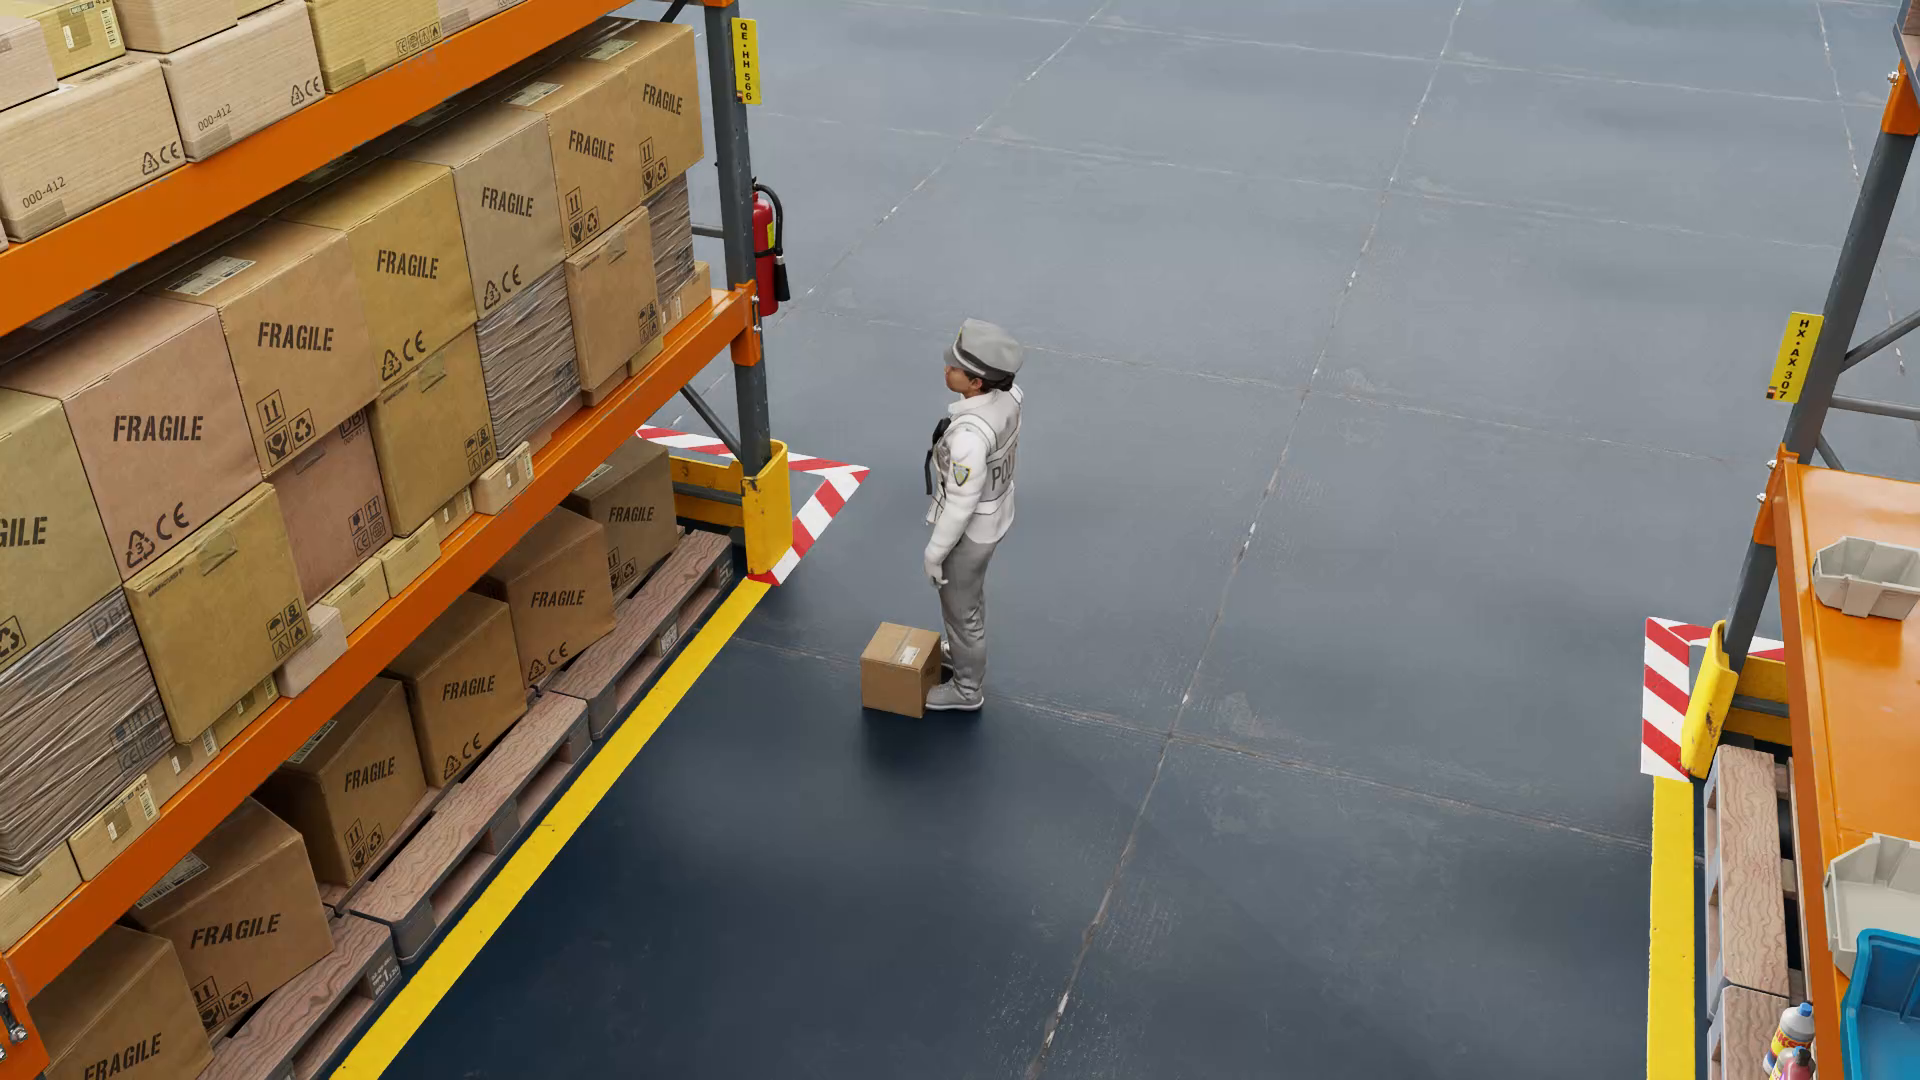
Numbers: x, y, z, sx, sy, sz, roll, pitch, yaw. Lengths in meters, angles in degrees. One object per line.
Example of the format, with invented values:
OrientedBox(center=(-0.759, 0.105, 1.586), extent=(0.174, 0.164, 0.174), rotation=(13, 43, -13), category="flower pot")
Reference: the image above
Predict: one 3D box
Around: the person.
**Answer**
OrientedBox(center=(-0.029, -0.067, 6.196), extent=(0.534, 1.697, 0.587), rotation=(11, 35, 16), category="person")
